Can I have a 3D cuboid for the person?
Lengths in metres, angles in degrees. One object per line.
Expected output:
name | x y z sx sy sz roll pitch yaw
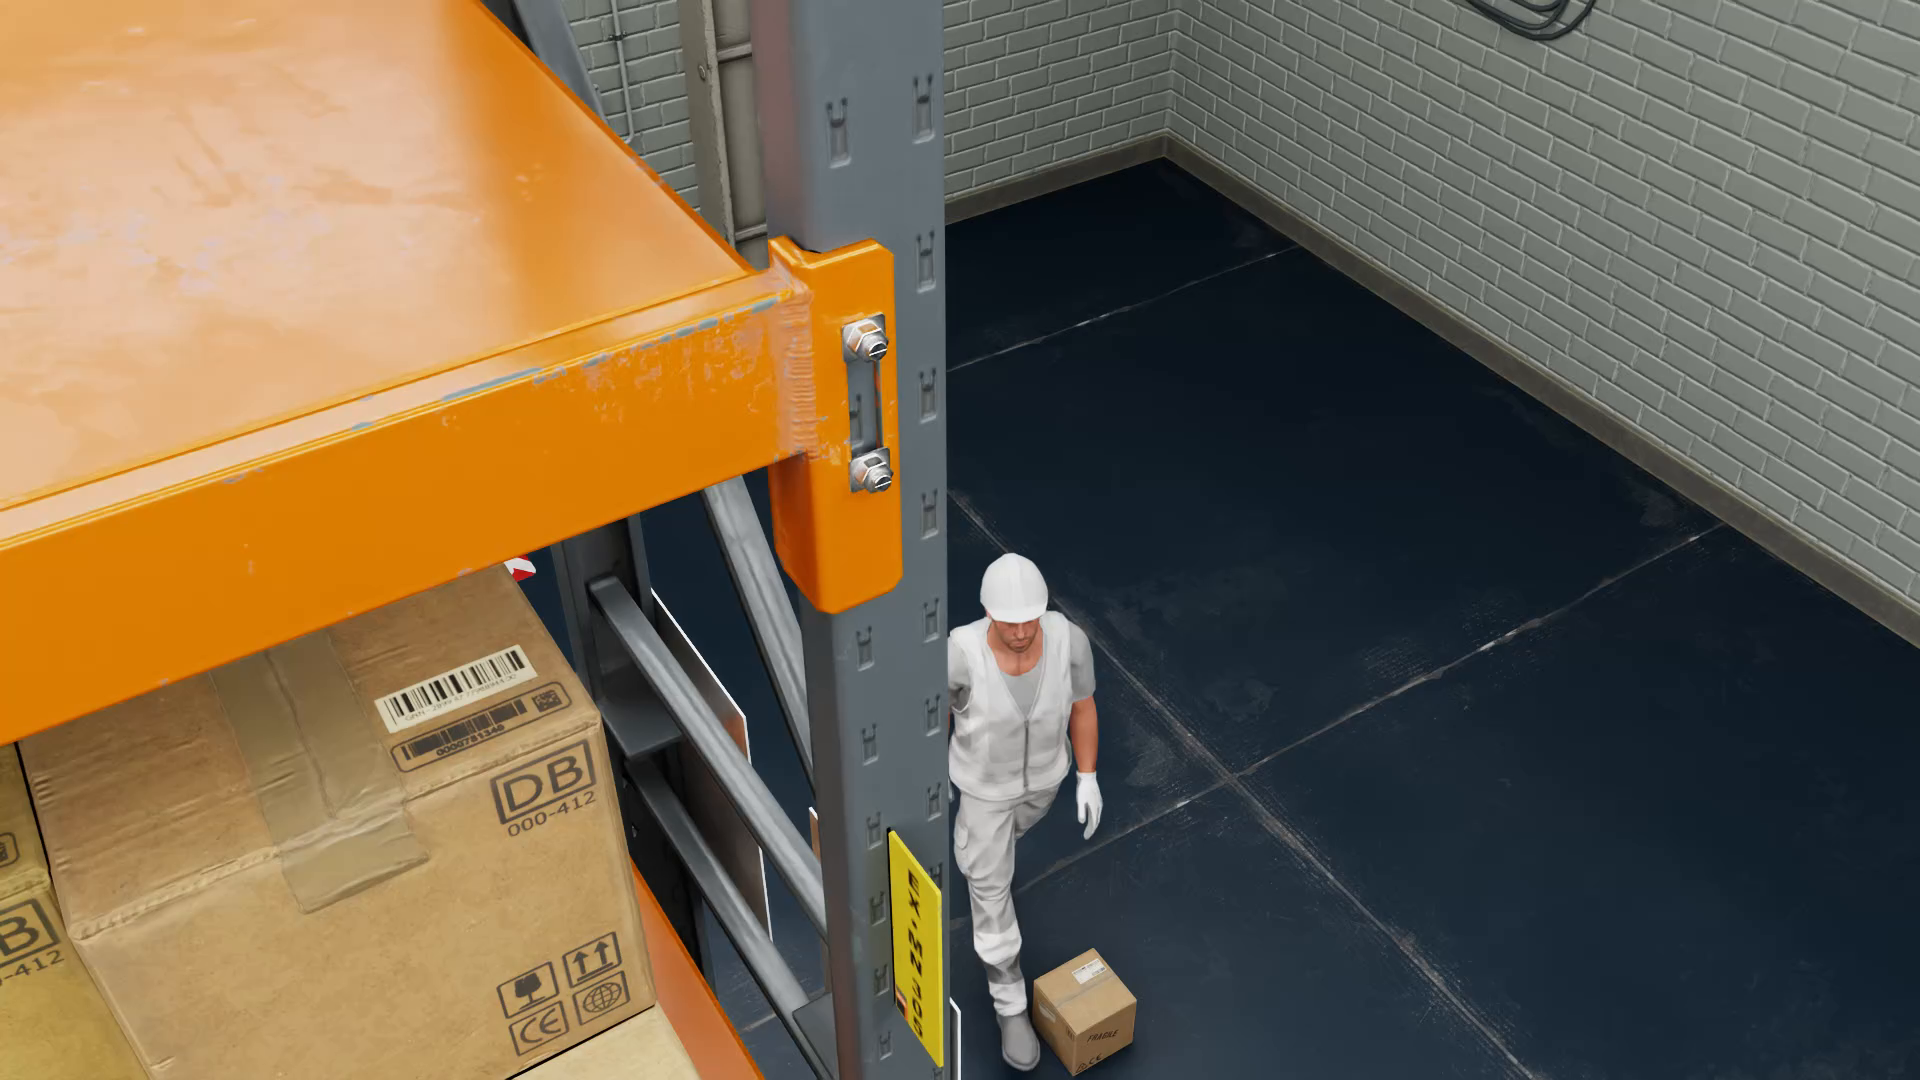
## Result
person | 0.219 0.831 5.331 0.552 1.752 0.950 -15 43 -17
